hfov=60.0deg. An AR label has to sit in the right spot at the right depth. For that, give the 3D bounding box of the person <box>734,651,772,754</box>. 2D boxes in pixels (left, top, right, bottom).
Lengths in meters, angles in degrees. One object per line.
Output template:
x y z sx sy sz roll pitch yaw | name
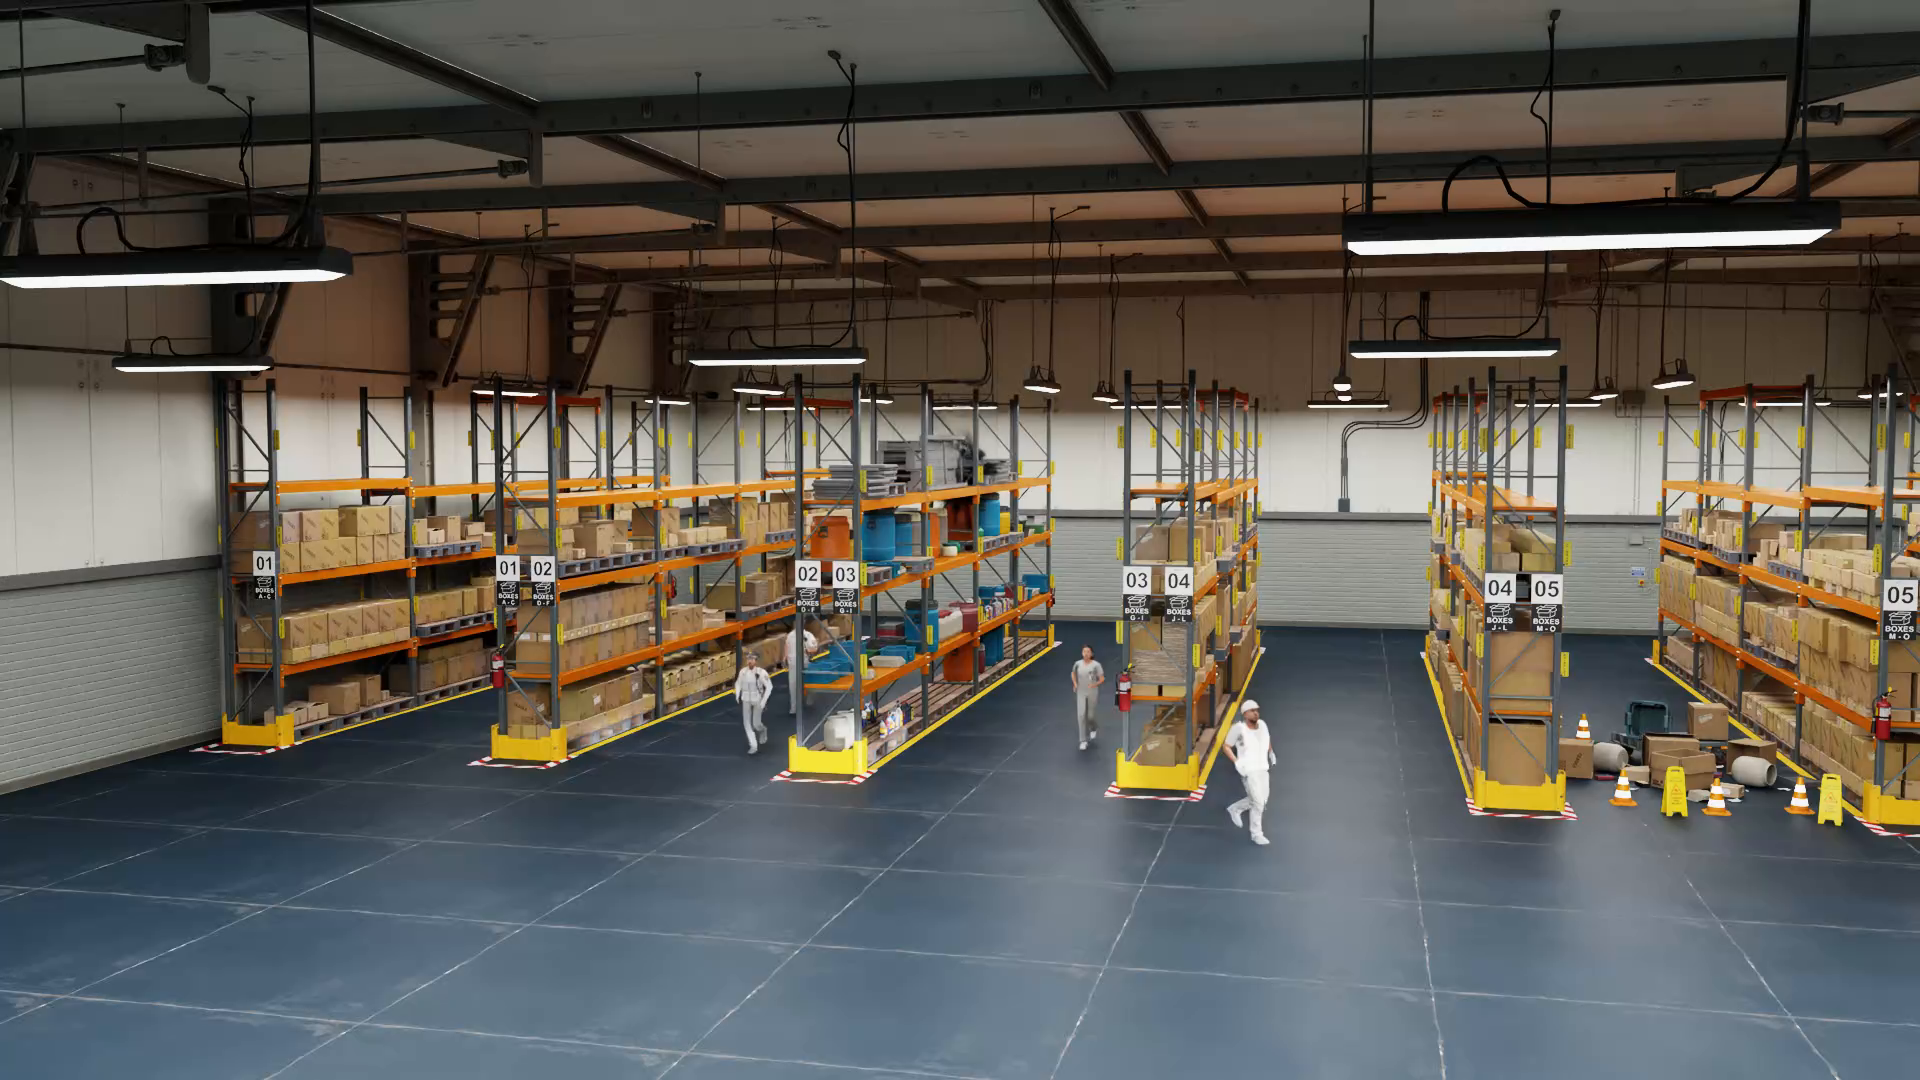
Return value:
-3.317 2.581 26.668 0.637 1.652 0.570 1 4 13 | person

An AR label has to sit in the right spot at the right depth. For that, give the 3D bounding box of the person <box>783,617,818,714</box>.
-2.950 2.276 30.610 0.673 1.750 0.923 1 3 8 | person

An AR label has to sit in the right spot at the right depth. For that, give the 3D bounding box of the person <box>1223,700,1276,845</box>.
3.632 2.881 20.840 0.674 1.767 0.749 -2 4 -32 | person

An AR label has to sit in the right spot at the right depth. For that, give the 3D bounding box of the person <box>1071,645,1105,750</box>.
2.077 2.528 27.110 0.577 1.656 0.914 1 4 14 | person

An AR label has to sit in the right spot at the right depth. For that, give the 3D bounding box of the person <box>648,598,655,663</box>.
-6.314 2.069 34.219 0.682 1.735 0.654 1 4 12 | person
